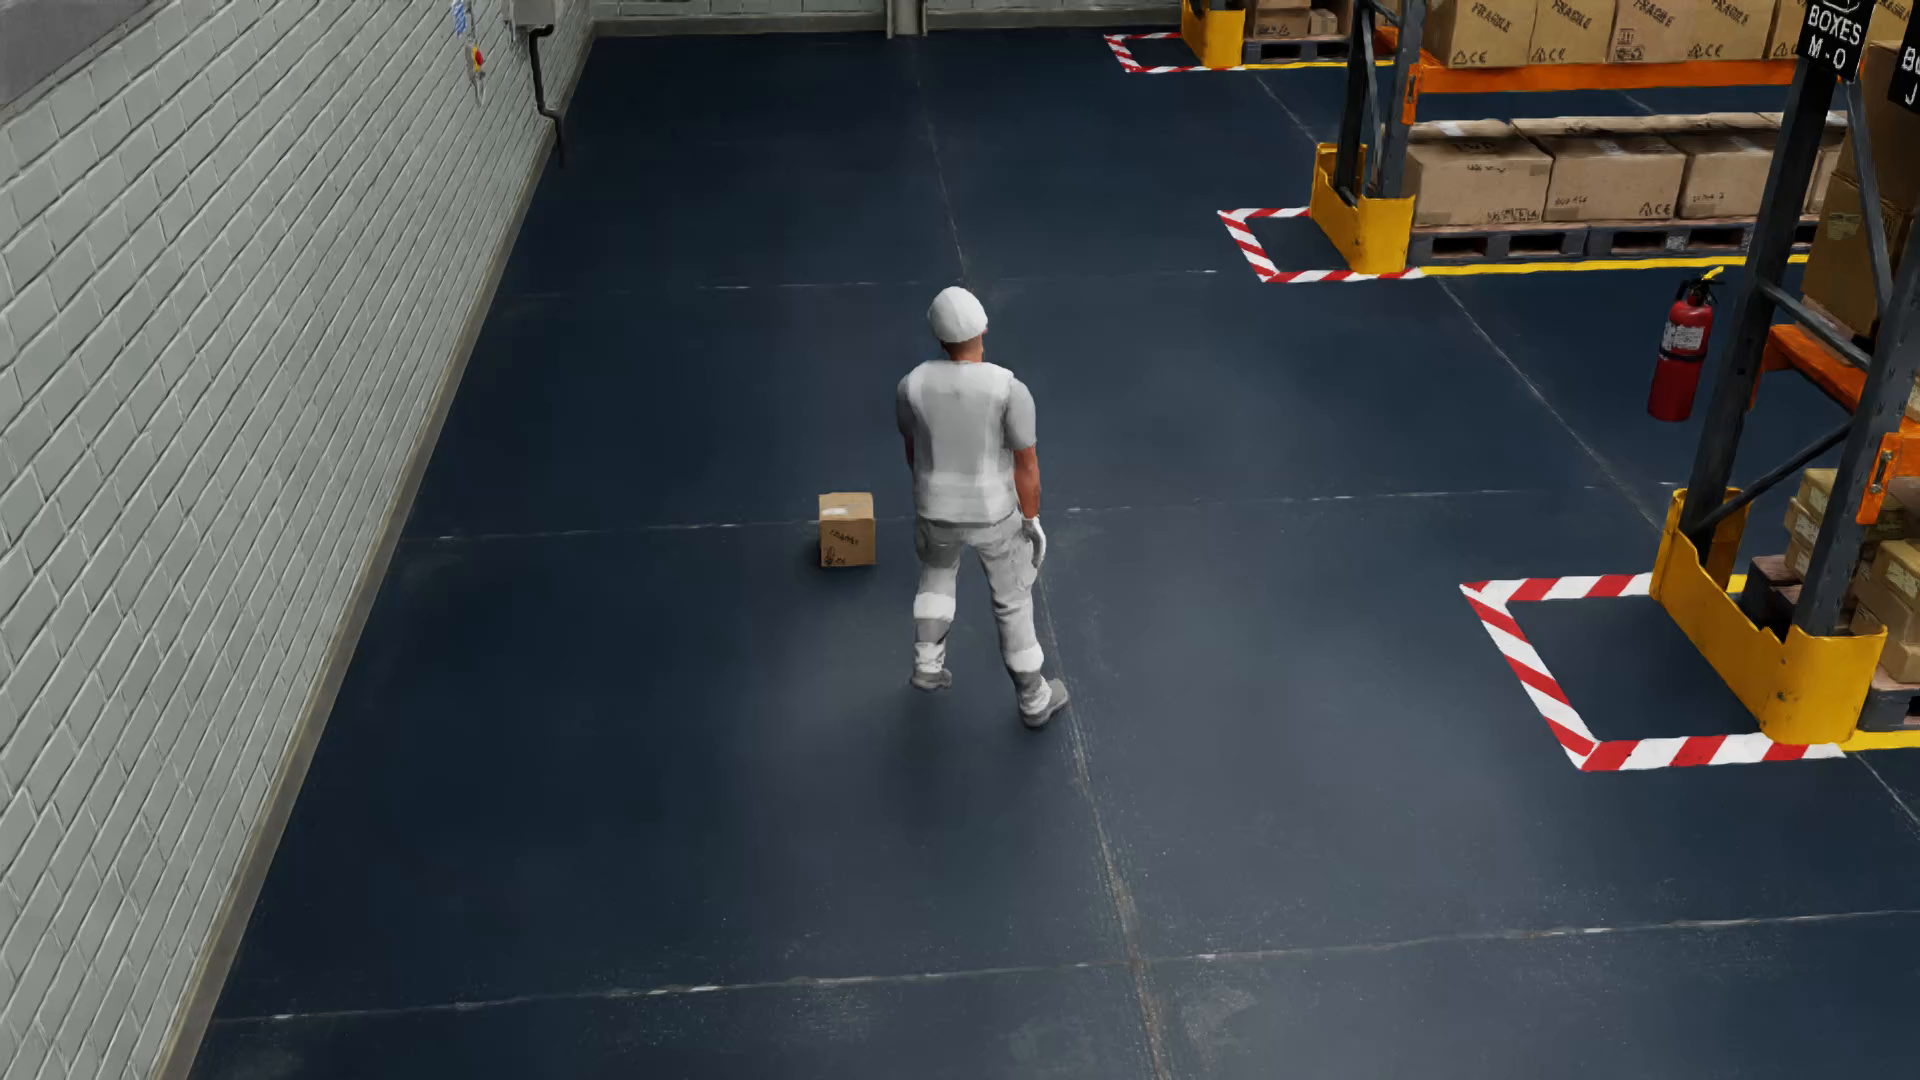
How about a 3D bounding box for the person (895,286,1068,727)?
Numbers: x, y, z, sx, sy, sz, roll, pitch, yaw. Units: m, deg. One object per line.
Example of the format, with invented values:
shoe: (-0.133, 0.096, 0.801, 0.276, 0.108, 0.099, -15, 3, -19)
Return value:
person: (0.100, -0.120, 6.297, 0.670, 1.769, 0.475, 6, 31, 10)
